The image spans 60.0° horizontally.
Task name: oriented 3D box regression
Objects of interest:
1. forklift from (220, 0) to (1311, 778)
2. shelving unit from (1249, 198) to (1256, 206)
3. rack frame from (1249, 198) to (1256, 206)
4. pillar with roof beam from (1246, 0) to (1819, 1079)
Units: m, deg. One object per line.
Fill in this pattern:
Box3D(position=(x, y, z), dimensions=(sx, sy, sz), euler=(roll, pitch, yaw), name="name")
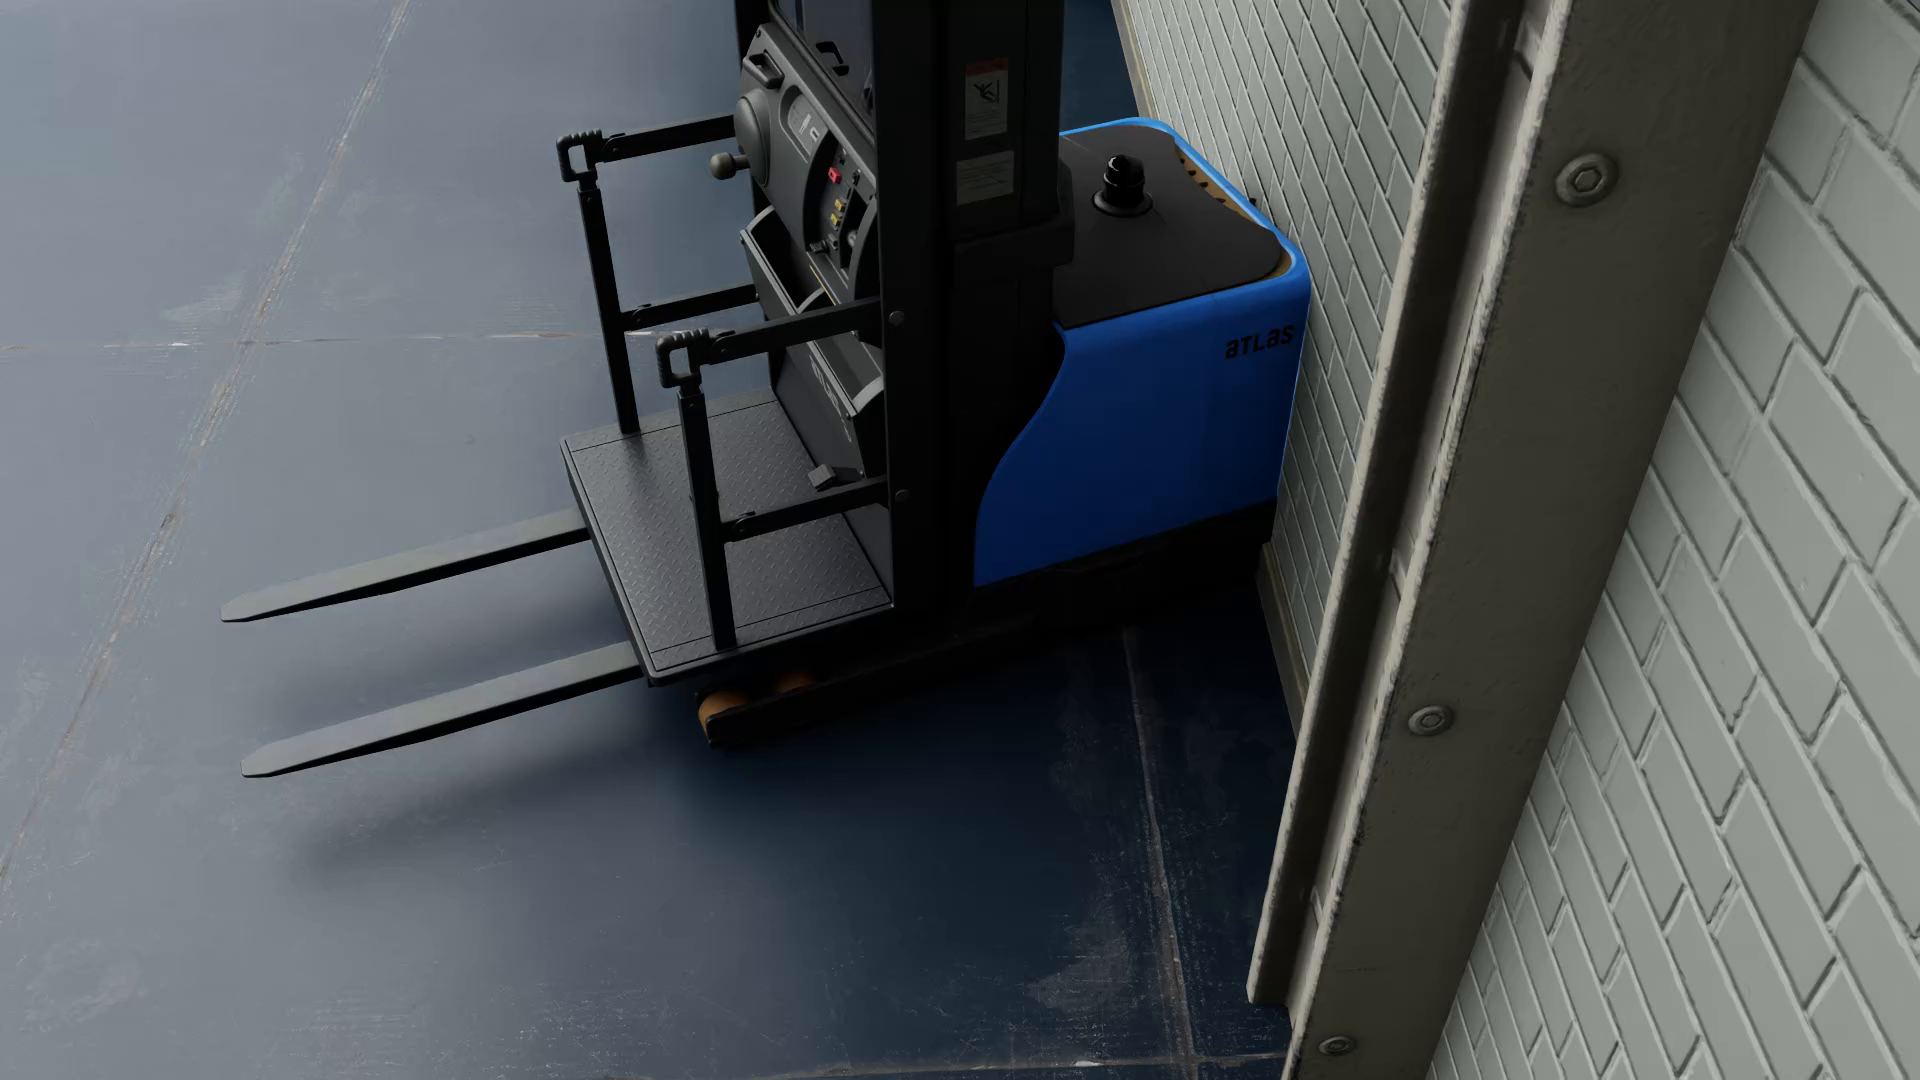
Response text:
Box3D(position=(-0.574, -0.916, 4.080), dimensions=(3.031, 2.935, 1.130), euler=(-16, 45, -17), name="forklift")
Box3D(position=(0.754, -0.648, 5.299), dimensions=(0.258, 0.900, 0.210), euler=(3, 42, -3), name="shelving unit")
Box3D(position=(0.753, -0.717, 5.374), dimensions=(0.240, 0.900, 0.006), euler=(3, 42, -3), name="rack frame")
Box3D(position=(-3.439, -1.980, 0.750), dimensions=(9.100, 9.000, 0.400), euler=(-2, 43, -2), name="pillar with roof beam")
